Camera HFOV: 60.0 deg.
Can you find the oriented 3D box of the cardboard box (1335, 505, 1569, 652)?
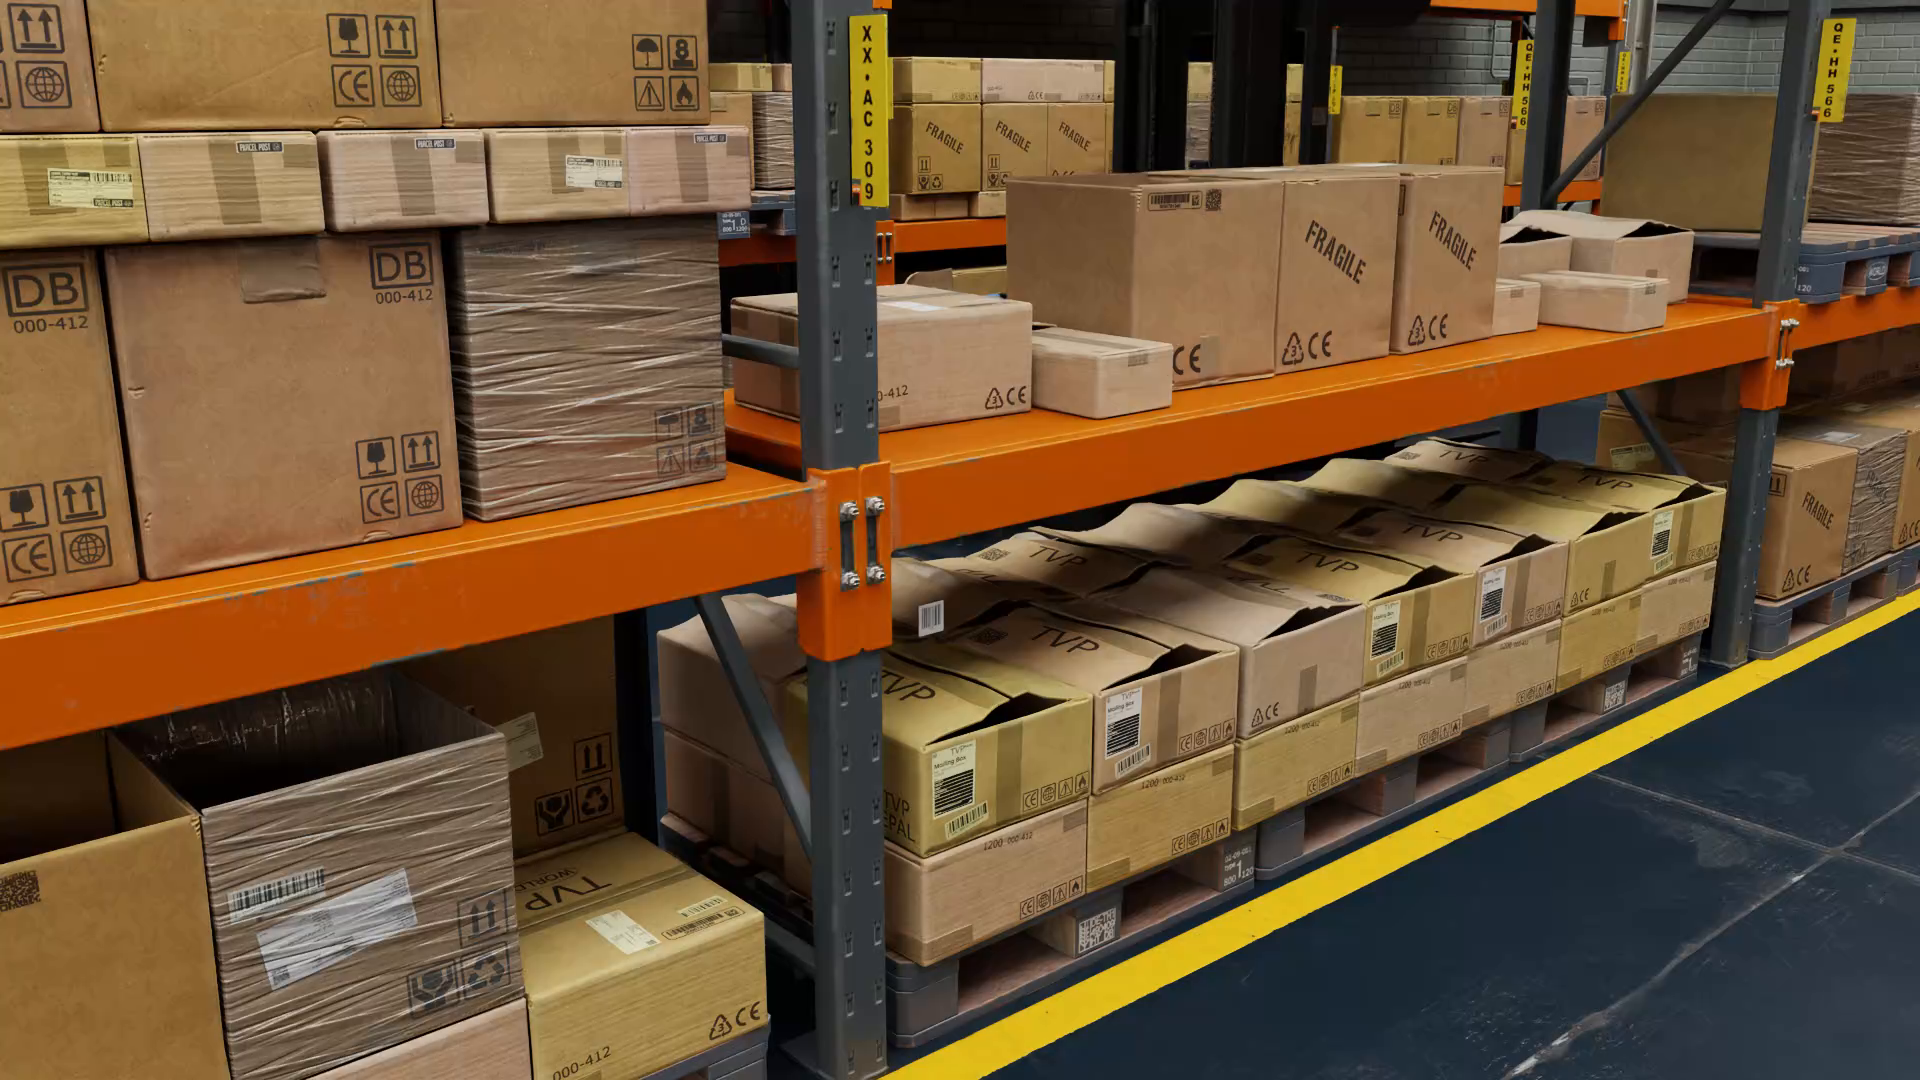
[{"bbox_3d":[1.488,0.082,5.059,0.500,0.311,0.500,-13,20,-40],"label":"cardboard box"}]

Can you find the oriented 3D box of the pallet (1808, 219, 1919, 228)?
[{"bbox_3d":[3.956,-1.321,7.256,1.213,0.211,1.003,-13,19,-39],"label":"pallet"}]

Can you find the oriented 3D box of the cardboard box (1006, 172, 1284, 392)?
[{"bbox_3d":[0.462,-0.671,4.254,0.500,0.500,0.500,-11,18,-35],"label":"cardboard box"}]

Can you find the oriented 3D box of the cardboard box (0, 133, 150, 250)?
[{"bbox_3d":[-1.359,-0.508,2.389,0.250,0.149,0.380,-13,20,-40],"label":"cardboard box"}]

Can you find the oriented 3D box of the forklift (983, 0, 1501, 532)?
[{"bbox_3d":[1.565,-1.667,8.311,3.031,2.935,1.130,-10,18,-32],"label":"forklift"}]

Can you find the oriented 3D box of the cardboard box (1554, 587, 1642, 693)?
[{"bbox_3d":[1.869,0.266,5.454,0.500,0.250,0.500,-13,20,-40],"label":"cardboard box"}]

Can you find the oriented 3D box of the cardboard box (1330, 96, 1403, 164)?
[{"bbox_3d":[2.675,-2.959,12.433,0.700,0.700,0.980,-12,19,-39],"label":"cardboard box"}]

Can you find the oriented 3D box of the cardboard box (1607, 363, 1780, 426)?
[{"bbox_3d":[3.083,-0.665,6.967,0.500,0.250,0.500,-12,19,-37],"label":"cardboard box"}]

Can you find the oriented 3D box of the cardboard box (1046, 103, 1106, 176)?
[{"bbox_3d":[0.548,-2.452,10.310,0.500,0.500,0.500,-13,20,-40],"label":"cardboard box"}]

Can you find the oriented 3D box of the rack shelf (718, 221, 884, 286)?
[{"bbox_3d":[-2.272,-1.361,8.427,4.000,0.370,1.077,-13,19,-39],"label":"rack shelf"}]

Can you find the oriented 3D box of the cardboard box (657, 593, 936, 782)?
[{"bbox_3d":[-0.408,0.324,4.152,0.500,0.311,0.500,-13,19,-39],"label":"cardboard box"}]

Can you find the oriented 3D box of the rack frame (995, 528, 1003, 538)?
[{"bbox_3d":[0.132,-0.537,7.726,0.008,1.050,0.200,-13,19,-39],"label":"rack frame"}]

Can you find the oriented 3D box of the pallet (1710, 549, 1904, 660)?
[{"bbox_3d":[3.080,0.144,6.801,1.213,0.211,1.003,-13,19,-39],"label":"pallet"}]

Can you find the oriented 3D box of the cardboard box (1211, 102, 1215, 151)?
[{"bbox_3d":[1.694,-2.711,11.278,0.500,0.500,0.500,-12,19,-39],"label":"cardboard box"}]

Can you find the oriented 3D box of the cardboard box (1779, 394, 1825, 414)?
[{"bbox_3d":[3.434,-0.380,7.353,0.500,0.500,0.500,-14,20,-41],"label":"cardboard box"}]

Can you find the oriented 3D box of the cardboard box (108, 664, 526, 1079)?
[{"bbox_3d":[-1.117,0.561,2.900,0.500,0.500,0.500,-13,19,-39],"label":"cardboard box"}]

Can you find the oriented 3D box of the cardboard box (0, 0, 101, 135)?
[{"bbox_3d":[-1.615,-0.834,2.353,0.500,0.500,0.700,-13,20,-39],"label":"cardboard box"}]

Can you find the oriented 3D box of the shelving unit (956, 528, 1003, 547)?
[{"bbox_3d":[0.040,-0.516,7.648,0.252,1.050,0.215,-13,19,-39],"label":"shelving unit"}]

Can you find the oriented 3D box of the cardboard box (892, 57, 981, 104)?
[{"bbox_3d":[-0.229,-2.643,9.570,0.500,0.250,0.500,-12,19,-38],"label":"cardboard box"}]

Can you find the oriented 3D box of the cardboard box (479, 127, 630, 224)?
[{"bbox_3d":[-0.778,-0.639,2.877,0.250,0.149,0.380,-13,20,-41],"label":"cardboard box"}]

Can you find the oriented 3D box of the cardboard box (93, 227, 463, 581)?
[{"bbox_3d":[-1.250,-0.287,2.820,0.500,0.500,0.700,-13,20,-40],"label":"cardboard box"}]

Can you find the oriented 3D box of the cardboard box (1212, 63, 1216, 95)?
[{"bbox_3d":[1.678,-3.075,11.189,0.500,0.250,0.500,-12,19,-38],"label":"cardboard box"}]

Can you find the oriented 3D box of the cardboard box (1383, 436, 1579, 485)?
[{"bbox_3d":[1.904,-0.198,6.105,0.500,0.311,0.500,-12,19,-38],"label":"cardboard box"}]

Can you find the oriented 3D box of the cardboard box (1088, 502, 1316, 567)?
[{"bbox_3d":[0.740,0.066,5.117,0.500,0.311,0.500,-13,20,-40],"label":"cardboard box"}]

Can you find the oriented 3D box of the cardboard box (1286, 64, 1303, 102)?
[{"bbox_3d":[2.070,-3.160,11.506,0.500,0.250,0.500,-12,19,-38],"label":"cardboard box"}]

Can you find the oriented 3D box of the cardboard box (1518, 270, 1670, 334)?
[{"bbox_3d":[1.995,-0.756,5.255,0.250,0.149,0.380,-13,19,-39],"label":"cardboard box"}]

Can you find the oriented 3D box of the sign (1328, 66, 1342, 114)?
[{"bbox_3d":[2.618,-3.142,11.611,0.005,0.325,0.100,-13,19,-39],"label":"sign"}]

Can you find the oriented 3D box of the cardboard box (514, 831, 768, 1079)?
[{"bbox_3d":[-0.732,0.841,3.305,0.500,0.250,0.500,-13,19,-39],"label":"cardboard box"}]

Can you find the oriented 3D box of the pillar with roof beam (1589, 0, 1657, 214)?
[{"bbox_3d":[9.567,-6.089,13.107,0.400,9.000,9.100,-13,19,-39],"label":"pillar with roof beam"}]

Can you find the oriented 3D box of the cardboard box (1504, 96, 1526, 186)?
[{"bbox_3d":[4.353,-3.334,13.837,0.700,0.700,0.980,-13,20,-40],"label":"cardboard box"}]

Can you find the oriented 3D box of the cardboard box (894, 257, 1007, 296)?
[{"bbox_3d":[-0.122,-1.311,10.197,0.750,0.750,0.750,-13,20,-40],"label":"cardboard box"}]

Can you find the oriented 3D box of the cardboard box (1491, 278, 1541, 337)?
[{"bbox_3d":[1.567,-0.735,5.177,0.250,0.149,0.380,-11,18,-35],"label":"cardboard box"}]

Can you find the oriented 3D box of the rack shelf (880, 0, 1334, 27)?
[{"bbox_3d":[0.746,-3.488,10.577,4.000,0.370,1.077,-13,19,-39],"label":"rack shelf"}]

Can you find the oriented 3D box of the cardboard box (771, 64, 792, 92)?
[{"bbox_3d":[-1.003,-2.557,9.209,0.380,0.149,0.250,13,20,40],"label":"cardboard box"}]

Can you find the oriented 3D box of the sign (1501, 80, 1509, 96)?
[{"bbox_3d":[4.913,-3.968,14.963,0.005,0.325,0.100,-13,19,-39],"label":"sign"}]

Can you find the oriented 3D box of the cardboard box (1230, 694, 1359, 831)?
[{"bbox_3d":[0.717,0.525,4.488,0.500,0.250,0.500,-13,20,-41],"label":"cardboard box"}]

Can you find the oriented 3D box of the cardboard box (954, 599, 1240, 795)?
[{"bbox_3d":[0.331,0.343,4.080,0.500,0.311,0.500,-13,20,-40],"label":"cardboard box"}]

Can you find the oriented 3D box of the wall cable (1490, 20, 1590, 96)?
[{"bbox_3d":[5.617,-4.295,16.047,1.851,1.984,0.084,-13,19,-39],"label":"wall cable"}]

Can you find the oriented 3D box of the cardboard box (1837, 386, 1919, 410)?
[{"bbox_3d":[4.186,-0.373,7.326,0.500,0.500,0.500,-14,20,-41],"label":"cardboard box"}]

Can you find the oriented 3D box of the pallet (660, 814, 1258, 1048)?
[{"bbox_3d":[0.005,0.809,4.313,1.213,0.211,1.003,-13,19,-39],"label":"pallet"}]

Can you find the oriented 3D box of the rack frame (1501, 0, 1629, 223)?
[{"bbox_3d":[5.272,-3.403,14.676,0.127,3.000,1.000,-13,19,-39],"label":"rack frame"}]

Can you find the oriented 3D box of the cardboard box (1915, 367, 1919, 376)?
[{"bbox_3d":[4.589,-0.639,8.322,0.500,0.500,0.500,-12,19,-39],"label":"cardboard box"}]

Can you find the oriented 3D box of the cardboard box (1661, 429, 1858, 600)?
[{"bbox_3d":[3.023,-0.110,6.341,0.500,0.500,0.500,-12,19,-37],"label":"cardboard box"}]

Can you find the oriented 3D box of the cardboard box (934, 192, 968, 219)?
[{"bbox_3d":[-0.167,-1.987,9.826,0.250,0.149,0.380,-12,19,-39],"label":"cardboard box"}]

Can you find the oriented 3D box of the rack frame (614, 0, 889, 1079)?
[{"bbox_3d":[-0.526,-0.406,3.458,0.127,3.000,1.000,-13,19,-39],"label":"rack frame"}]

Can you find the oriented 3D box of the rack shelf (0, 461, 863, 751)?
[{"bbox_3d":[-2.034,0.280,2.282,4.000,0.370,1.077,-13,19,-39],"label":"rack shelf"}]
